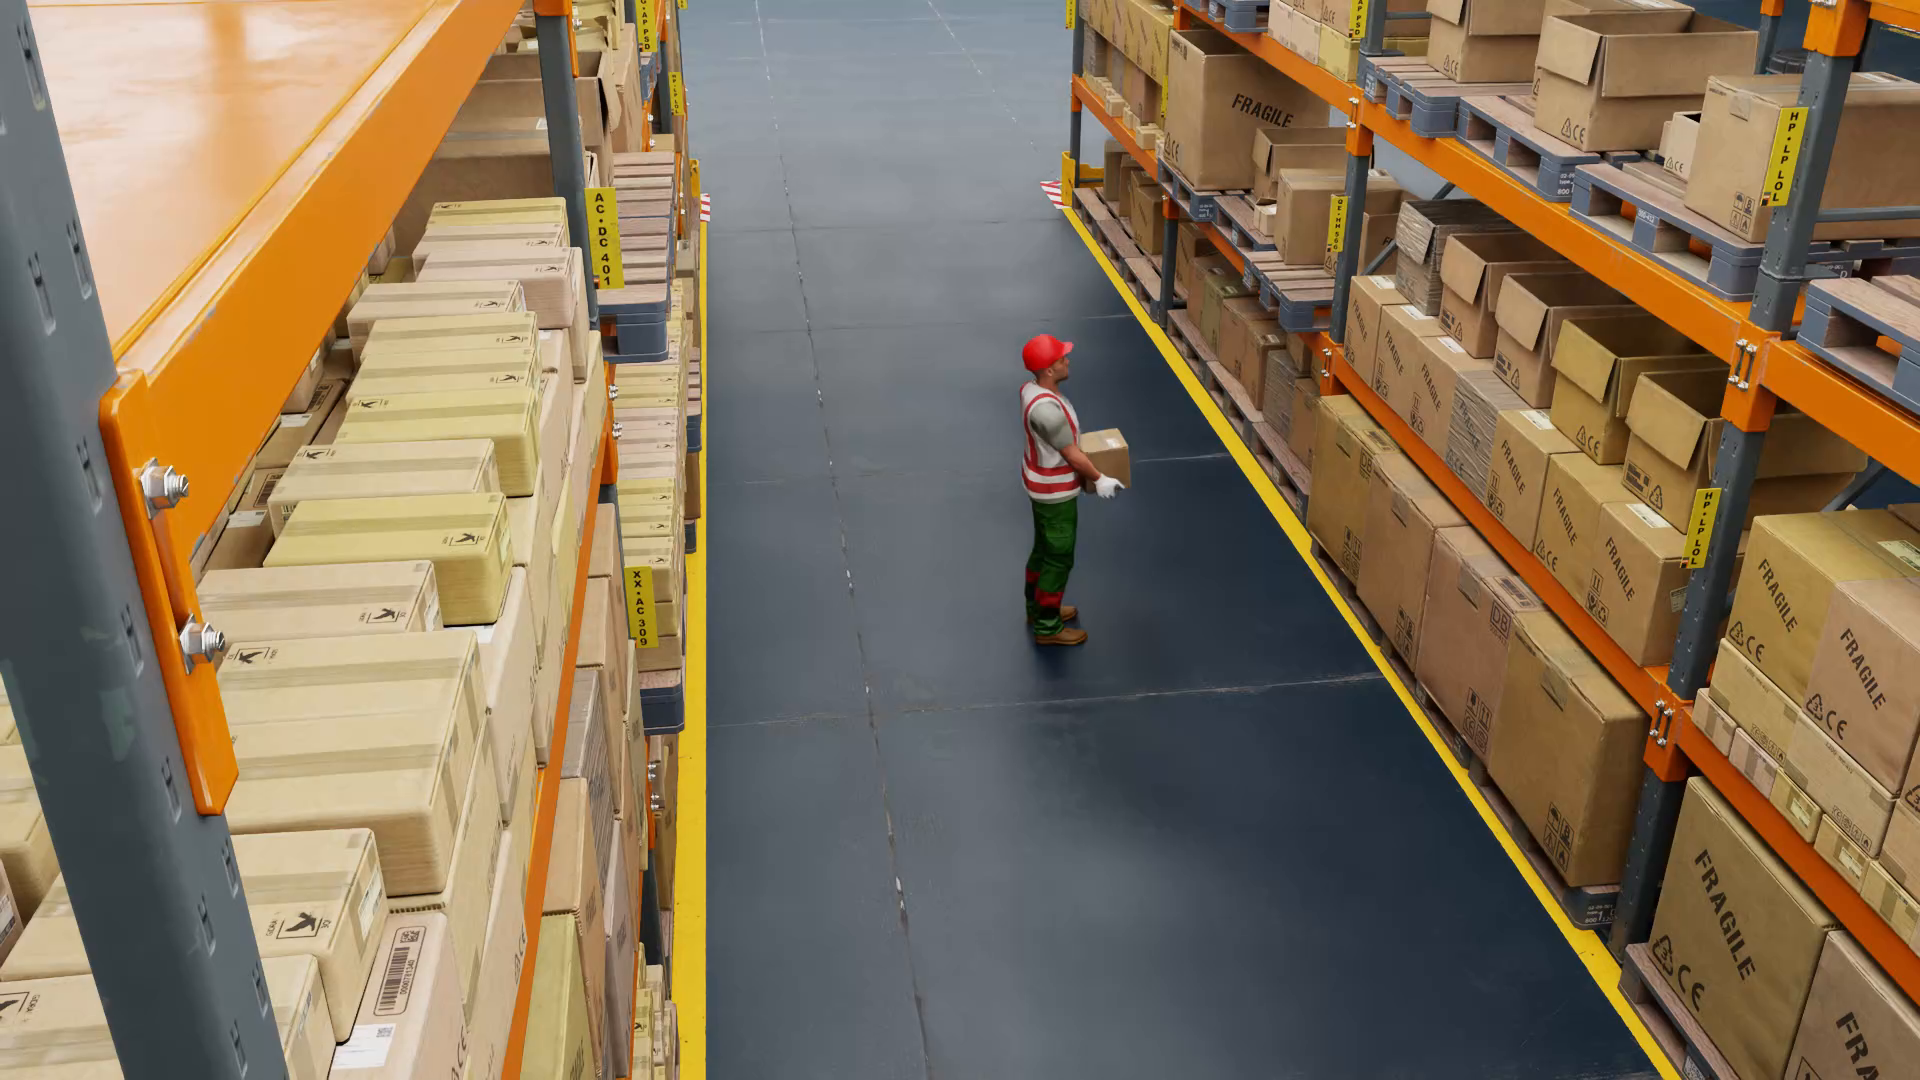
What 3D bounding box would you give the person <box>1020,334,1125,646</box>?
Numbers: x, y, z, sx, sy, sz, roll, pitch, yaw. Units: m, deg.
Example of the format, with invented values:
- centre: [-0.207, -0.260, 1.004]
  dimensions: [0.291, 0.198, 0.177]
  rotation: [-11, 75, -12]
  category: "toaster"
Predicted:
- centre: [0.606, -0.282, 9.145]
  dimensions: [0.559, 1.790, 0.504]
  rotation: [-2, 27, -5]
  category: "person"
